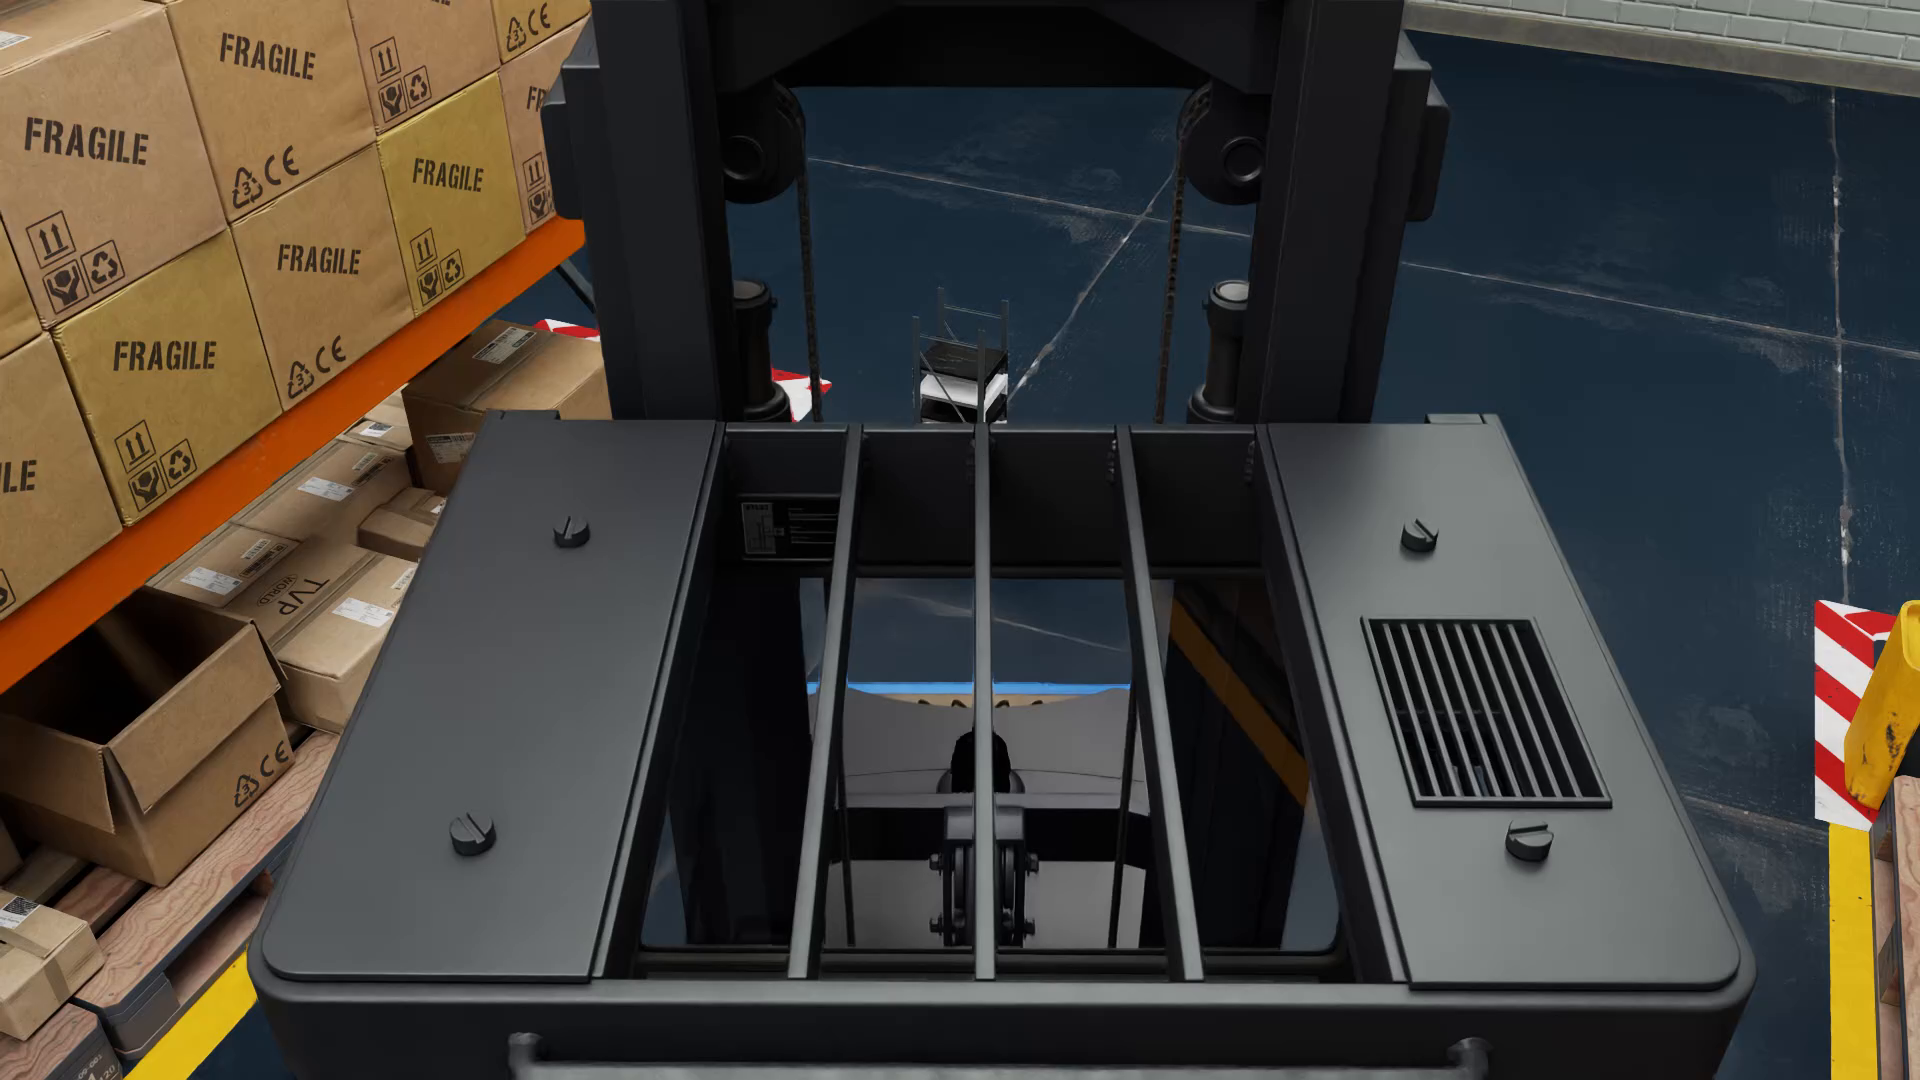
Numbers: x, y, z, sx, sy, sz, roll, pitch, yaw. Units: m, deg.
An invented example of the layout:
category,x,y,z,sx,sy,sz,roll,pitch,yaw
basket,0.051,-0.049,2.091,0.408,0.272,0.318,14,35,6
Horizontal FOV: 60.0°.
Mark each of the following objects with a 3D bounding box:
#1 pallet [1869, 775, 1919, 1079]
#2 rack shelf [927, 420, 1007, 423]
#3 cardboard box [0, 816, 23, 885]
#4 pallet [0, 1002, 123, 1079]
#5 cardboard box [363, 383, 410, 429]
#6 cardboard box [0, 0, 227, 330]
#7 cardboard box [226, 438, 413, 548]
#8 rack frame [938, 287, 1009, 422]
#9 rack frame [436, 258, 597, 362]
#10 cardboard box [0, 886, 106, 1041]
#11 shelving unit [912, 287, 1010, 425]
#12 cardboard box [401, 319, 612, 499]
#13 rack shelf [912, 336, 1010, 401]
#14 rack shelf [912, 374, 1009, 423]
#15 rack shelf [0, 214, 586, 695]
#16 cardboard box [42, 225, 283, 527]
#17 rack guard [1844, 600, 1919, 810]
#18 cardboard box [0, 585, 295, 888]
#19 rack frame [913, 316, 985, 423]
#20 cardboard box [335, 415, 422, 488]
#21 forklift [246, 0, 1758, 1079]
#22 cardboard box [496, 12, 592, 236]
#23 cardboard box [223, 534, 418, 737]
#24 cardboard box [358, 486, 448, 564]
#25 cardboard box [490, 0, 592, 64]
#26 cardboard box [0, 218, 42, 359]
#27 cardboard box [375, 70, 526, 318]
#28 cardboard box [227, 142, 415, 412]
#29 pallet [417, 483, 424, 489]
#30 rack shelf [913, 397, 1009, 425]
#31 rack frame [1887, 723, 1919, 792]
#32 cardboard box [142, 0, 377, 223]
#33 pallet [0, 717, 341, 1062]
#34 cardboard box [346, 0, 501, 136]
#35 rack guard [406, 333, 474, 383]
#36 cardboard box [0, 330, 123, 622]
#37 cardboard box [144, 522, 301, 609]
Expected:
category,x,y,z,sx,sy,sz,roll,pitch,yaw
pallet,2.790,1.166,4.014,1.003,0.211,1.213,14,39,18
rack shelf,0.003,-0.338,5.507,0.258,0.077,0.200,14,39,18
cardboard box,-2.722,0.791,4.065,0.500,0.311,0.500,14,39,18
pallet,-2.700,1.422,3.671,1.003,0.211,1.213,14,39,18
cardboard box,-1.917,-0.410,5.807,0.380,0.149,0.250,14,39,18
cardboard box,-1.935,-0.809,3.408,0.500,0.500,0.500,15,39,19
cardboard box,-2.100,-0.091,5.296,0.500,0.250,0.500,14,39,18
rack frame,0.042,-0.421,5.562,0.240,0.900,0.006,14,39,18
rack frame,-1.440,-1.529,5.291,1.000,3.000,0.127,14,39,18
cardboard box,-2.282,0.980,3.933,0.380,0.166,0.250,14,39,18
shelving unit,0.003,-0.365,5.487,0.258,0.900,0.210,14,39,18
cardboard box,-1.419,-0.347,5.430,0.500,0.500,0.500,14,39,18
rack shelf,0.003,-0.555,5.345,0.258,0.077,0.200,14,39,18
rack shelf,0.003,-0.482,5.399,0.258,0.077,0.200,14,39,18
rack shelf,-2.201,-0.134,4.025,1.077,0.370,4.000,14,39,18
cardboard box,-1.940,-0.418,3.720,0.500,0.500,0.500,13,39,17
rack guard,3.136,0.586,4.548,1.175,0.500,0.348,14,39,18
cardboard box,-2.252,0.468,4.337,0.797,0.503,0.637,14,39,18
rack frame,-0.036,-0.309,5.411,0.240,0.900,0.006,14,39,18
cardboard box,-2.012,-0.279,5.617,0.380,0.166,0.250,14,39,18
forklift,0.032,0.867,2.141,1.130,2.935,3.031,0,37,0
cardboard box,-1.359,-1.259,4.846,0.500,0.500,0.500,15,39,19
cardboard box,-1.808,0.272,4.810,0.500,0.250,0.500,14,39,18
cardboard box,-1.657,-0.010,5.257,0.380,0.166,0.250,14,39,18
cardboard box,-1.355,-1.661,4.548,0.500,0.500,0.500,14,39,17
cardboard box,-2.131,-0.522,3.025,0.500,0.500,0.500,13,39,16
cardboard box,-1.553,-0.971,4.461,0.500,0.500,0.500,14,39,18
cardboard box,-1.748,-0.696,4.093,0.500,0.500,0.500,14,39,18
pallet,-1.771,0.071,5.479,1.003,0.211,1.213,14,39,18
rack shelf,0.003,-0.410,5.453,0.258,0.077,0.200,14,39,18
rack frame,3.139,-0.399,3.778,1.000,3.000,0.127,14,39,18
cardboard box,-1.740,-1.093,3.788,0.500,0.500,0.500,15,39,19
pallet,-2.237,0.744,4.578,1.003,0.211,1.213,14,39,18
cardboard box,-1.547,-1.381,4.173,0.500,0.500,0.500,15,39,19
rack guard,-1.469,-0.486,5.983,1.175,0.500,0.348,14,39,18
cardboard box,-2.132,-0.136,3.342,0.500,0.500,0.500,14,39,18
cardboard box,-2.290,0.186,4.925,0.500,0.250,0.500,14,39,18
